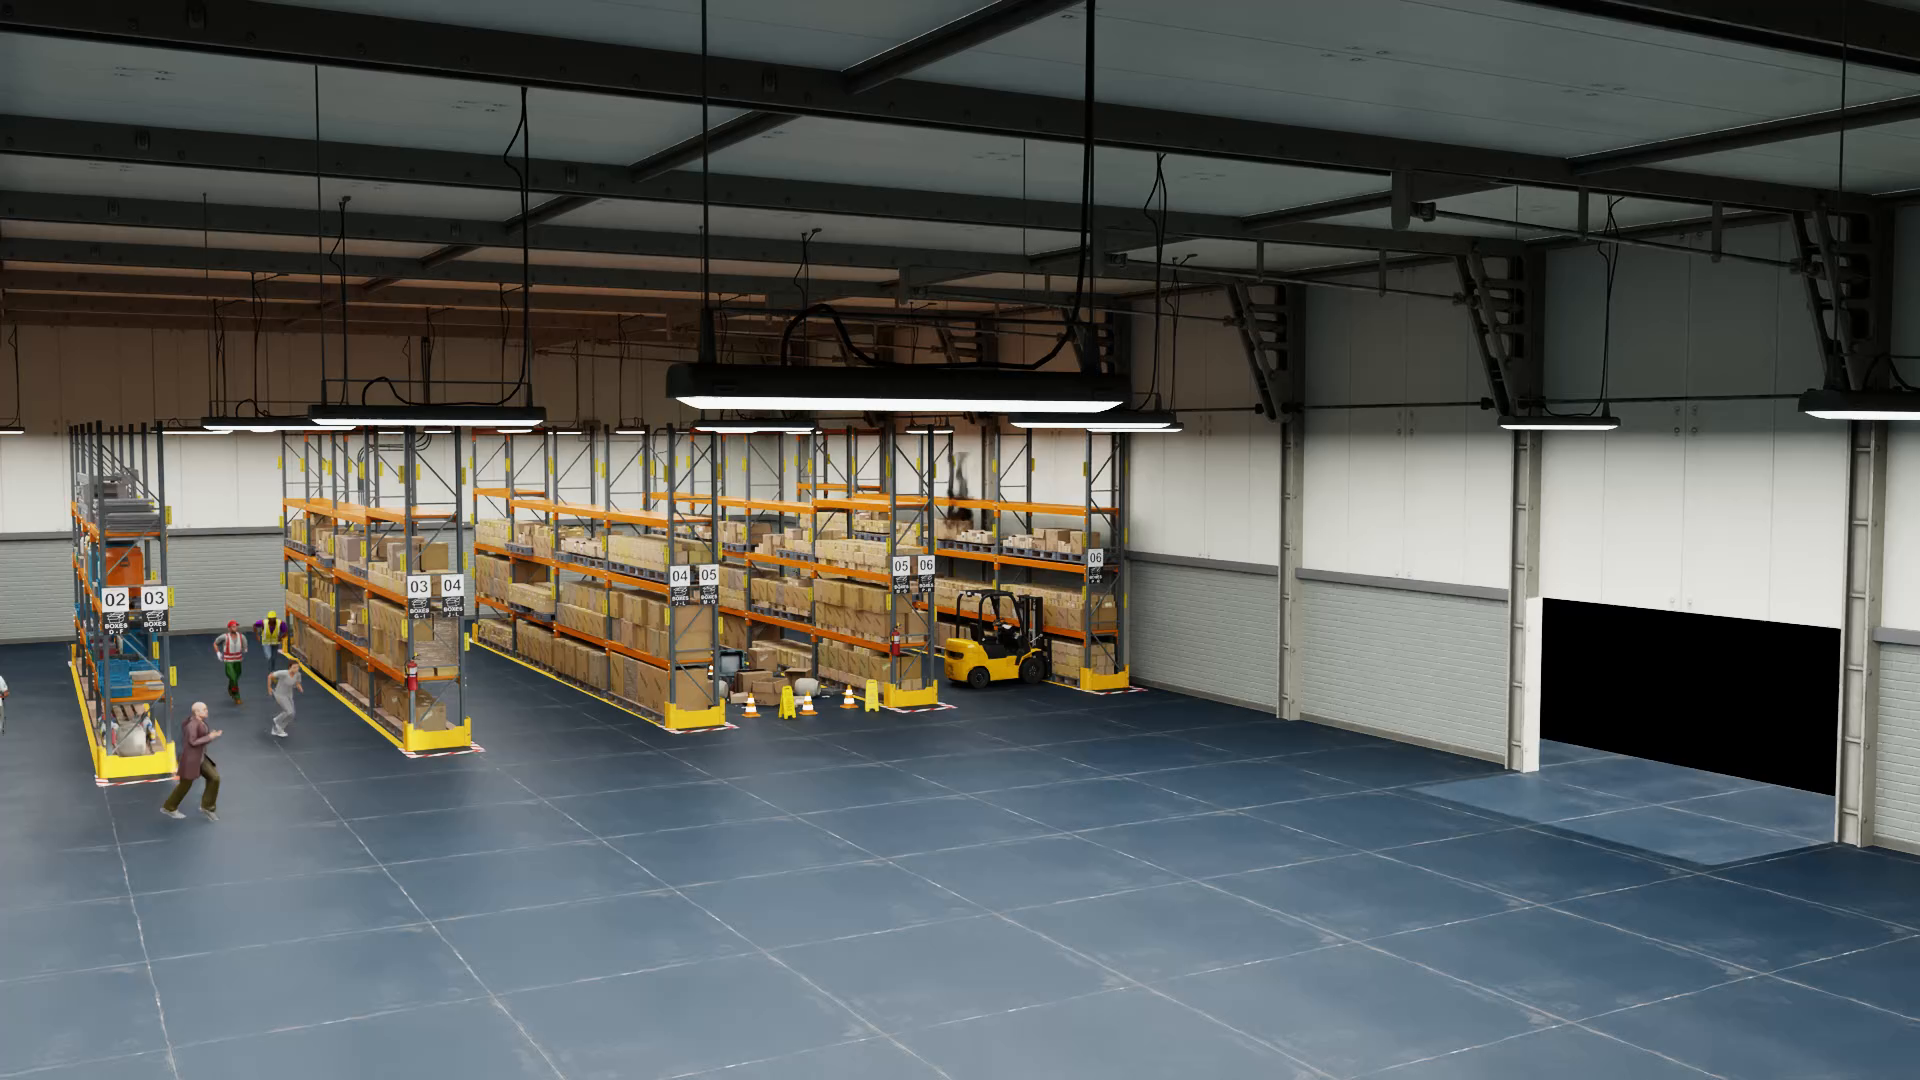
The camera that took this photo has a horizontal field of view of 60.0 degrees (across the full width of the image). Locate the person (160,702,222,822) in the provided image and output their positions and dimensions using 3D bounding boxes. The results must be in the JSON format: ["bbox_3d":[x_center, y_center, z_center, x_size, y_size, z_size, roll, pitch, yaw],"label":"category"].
[{"bbox_3d":[-11.418,3.327,24.694,0.938,1.849,0.682,0,4,-2],"label":"person"}]

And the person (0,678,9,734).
[{"bbox_3d":[-17.440,3.028,29.928,0.587,1.663,0.873,-3,5,-41],"label":"person"}]

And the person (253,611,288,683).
[{"bbox_3d":[-16.220,2.489,39.136,0.746,1.715,1.060,-2,4,-26],"label":"person"}]

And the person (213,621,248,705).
[{"bbox_3d":[-15.653,2.615,35.745,1.003,1.788,0.668,3,5,44],"label":"person"}]

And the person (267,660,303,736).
[{"bbox_3d":[-12.861,3.016,31.672,0.821,1.503,0.590,2,4,31],"label":"person"}]
